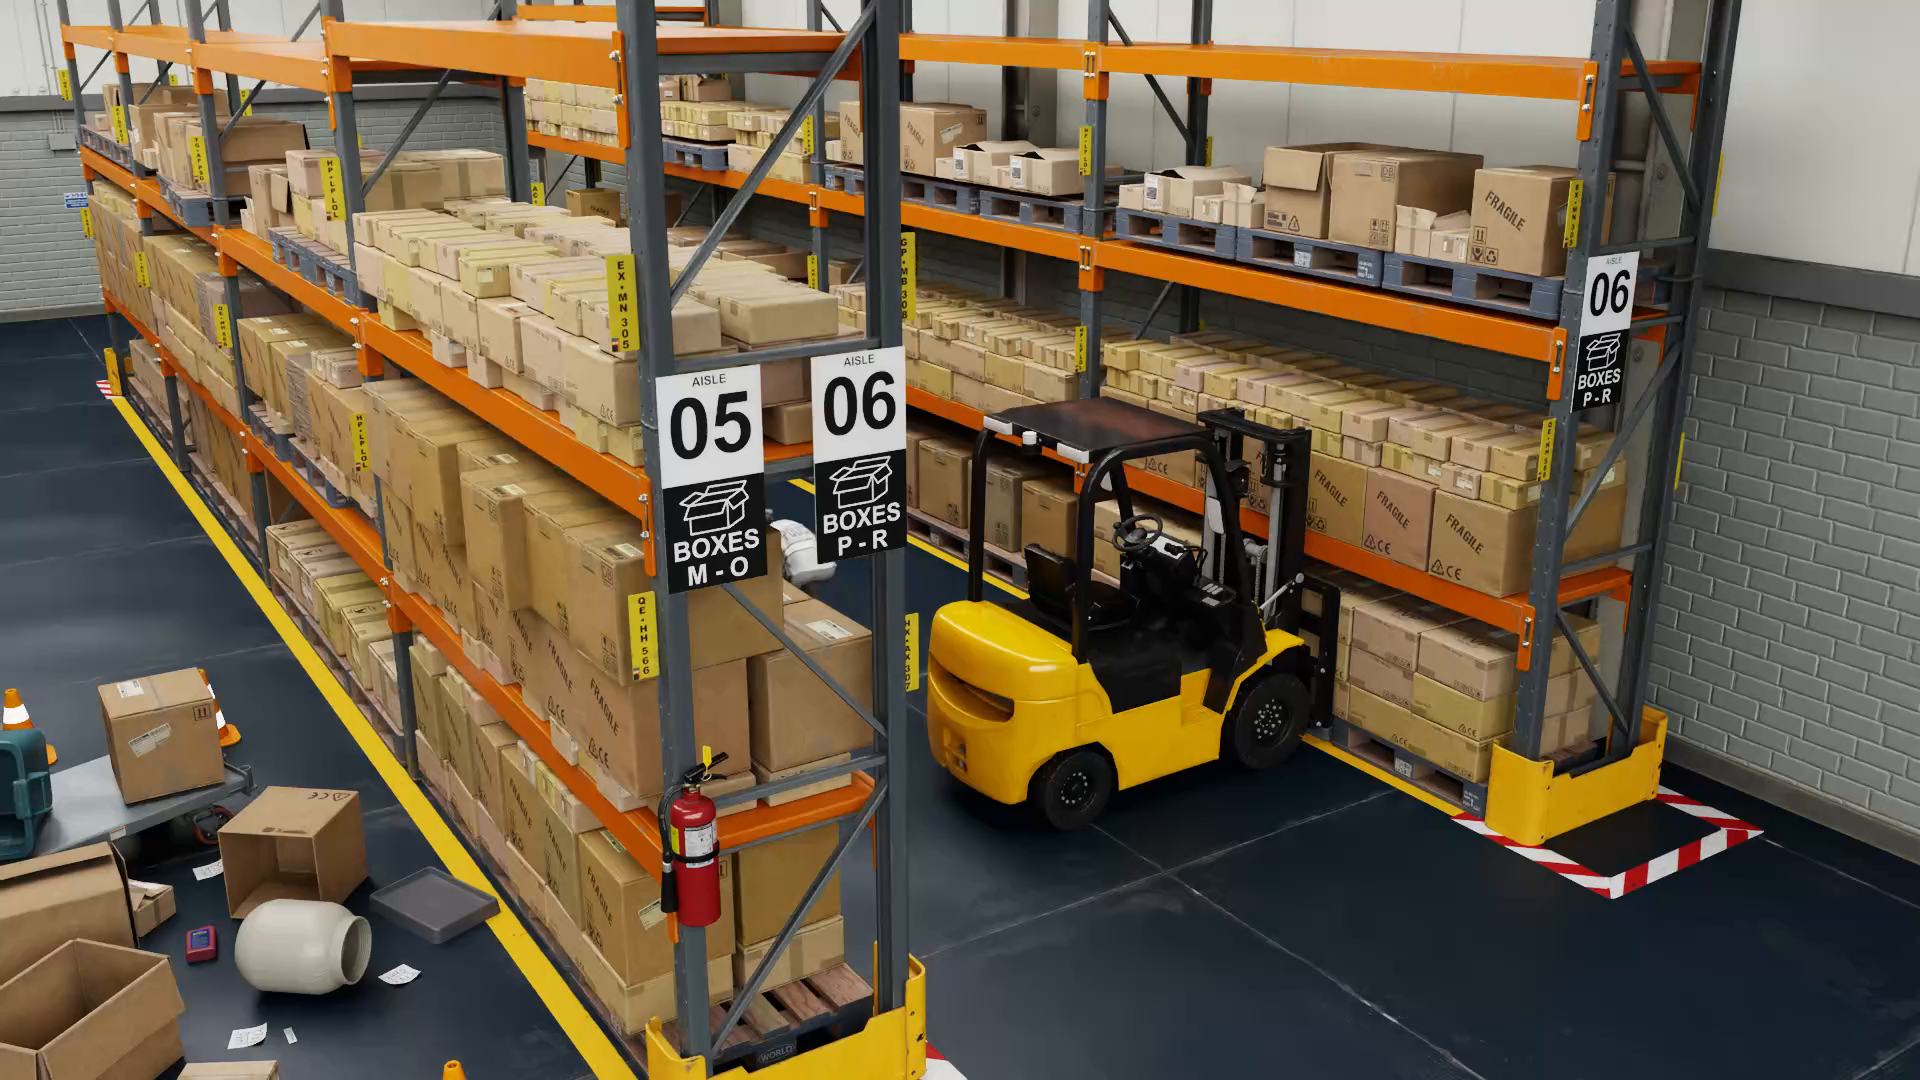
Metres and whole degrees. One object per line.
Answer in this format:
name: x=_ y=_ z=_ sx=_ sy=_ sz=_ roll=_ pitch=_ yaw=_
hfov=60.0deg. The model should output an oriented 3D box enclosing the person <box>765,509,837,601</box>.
person: x=-1.275 y=0.219 z=12.357 sx=0.443 sy=0.788 sz=0.916 roll=-12 pitch=22 yaw=-33
